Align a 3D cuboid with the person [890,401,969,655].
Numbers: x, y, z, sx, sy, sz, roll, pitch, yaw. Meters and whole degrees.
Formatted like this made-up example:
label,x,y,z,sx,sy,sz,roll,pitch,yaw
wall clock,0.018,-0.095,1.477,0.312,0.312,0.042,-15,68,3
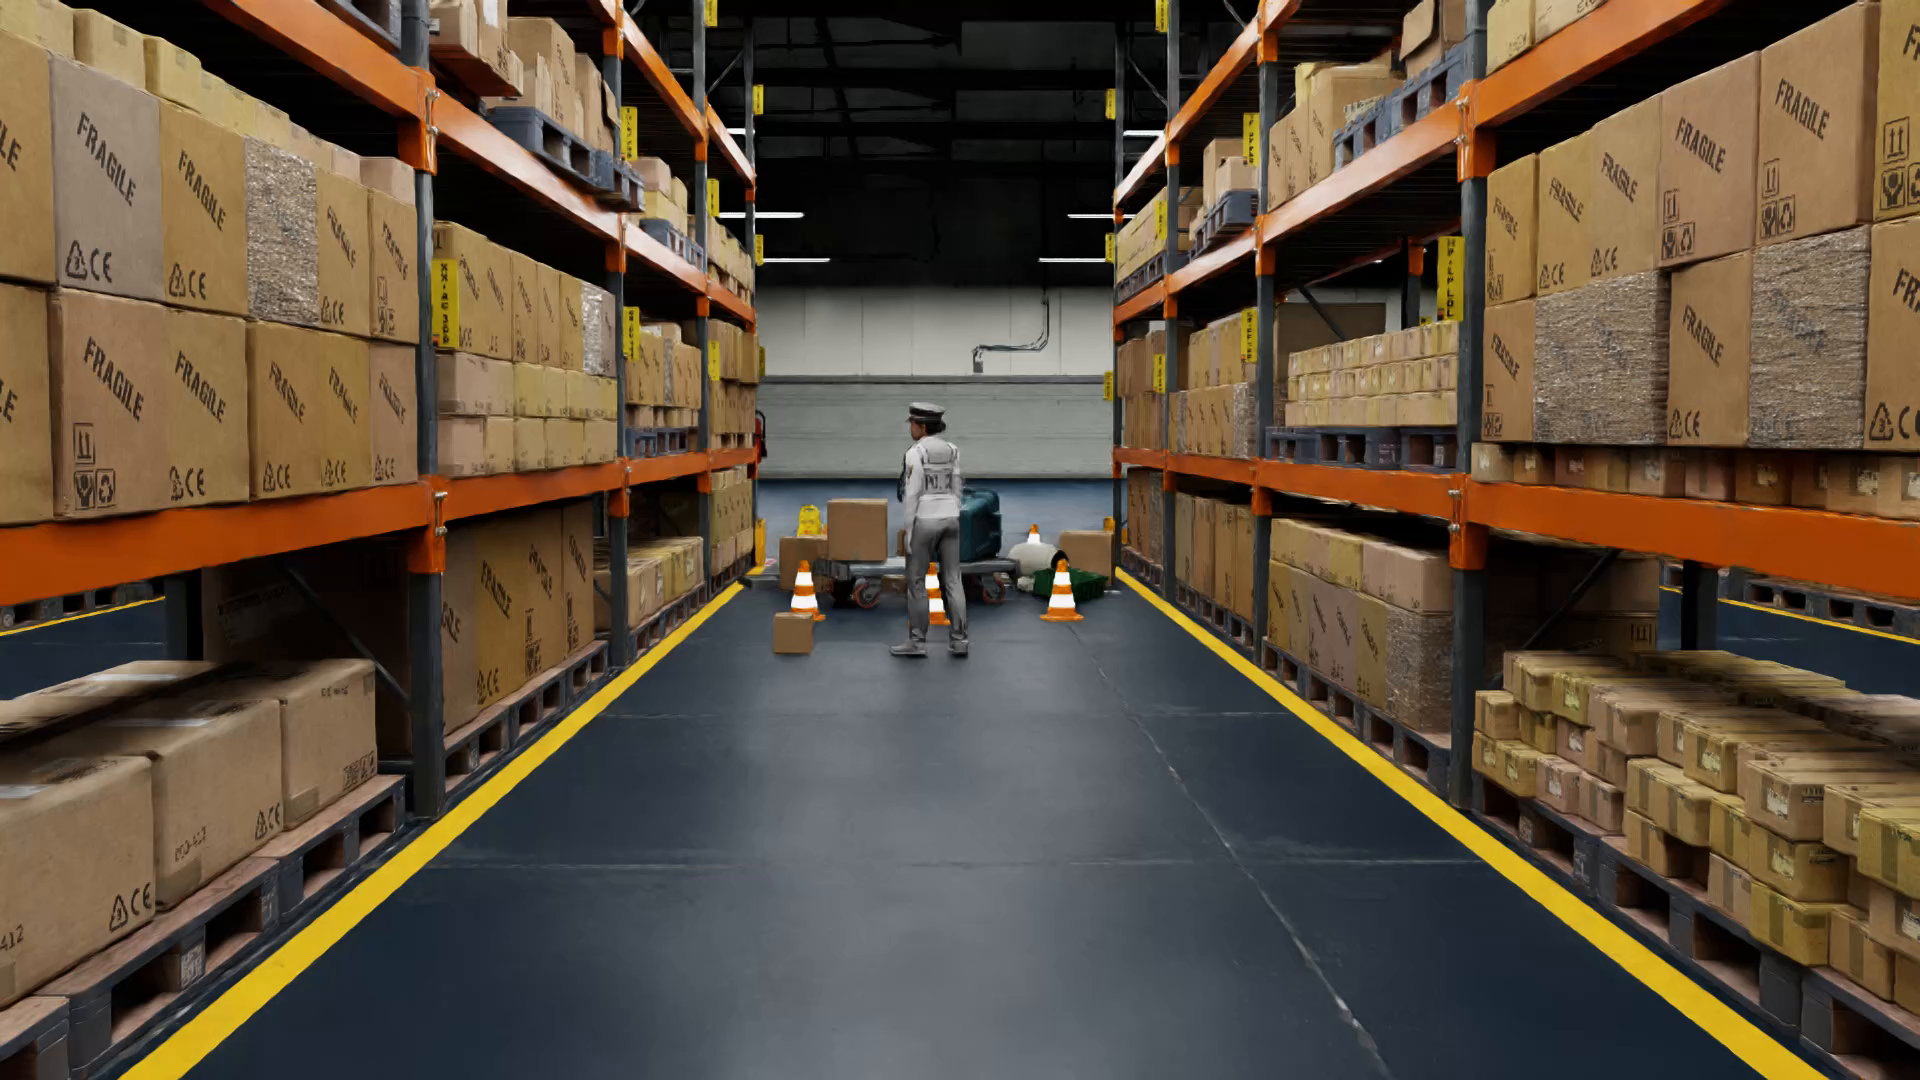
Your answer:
label,x,y,z,sx,sy,sz,roll,pitch,yaw
person,-0.194,-0.073,10.959,0.497,1.679,0.509,-3,5,-38
